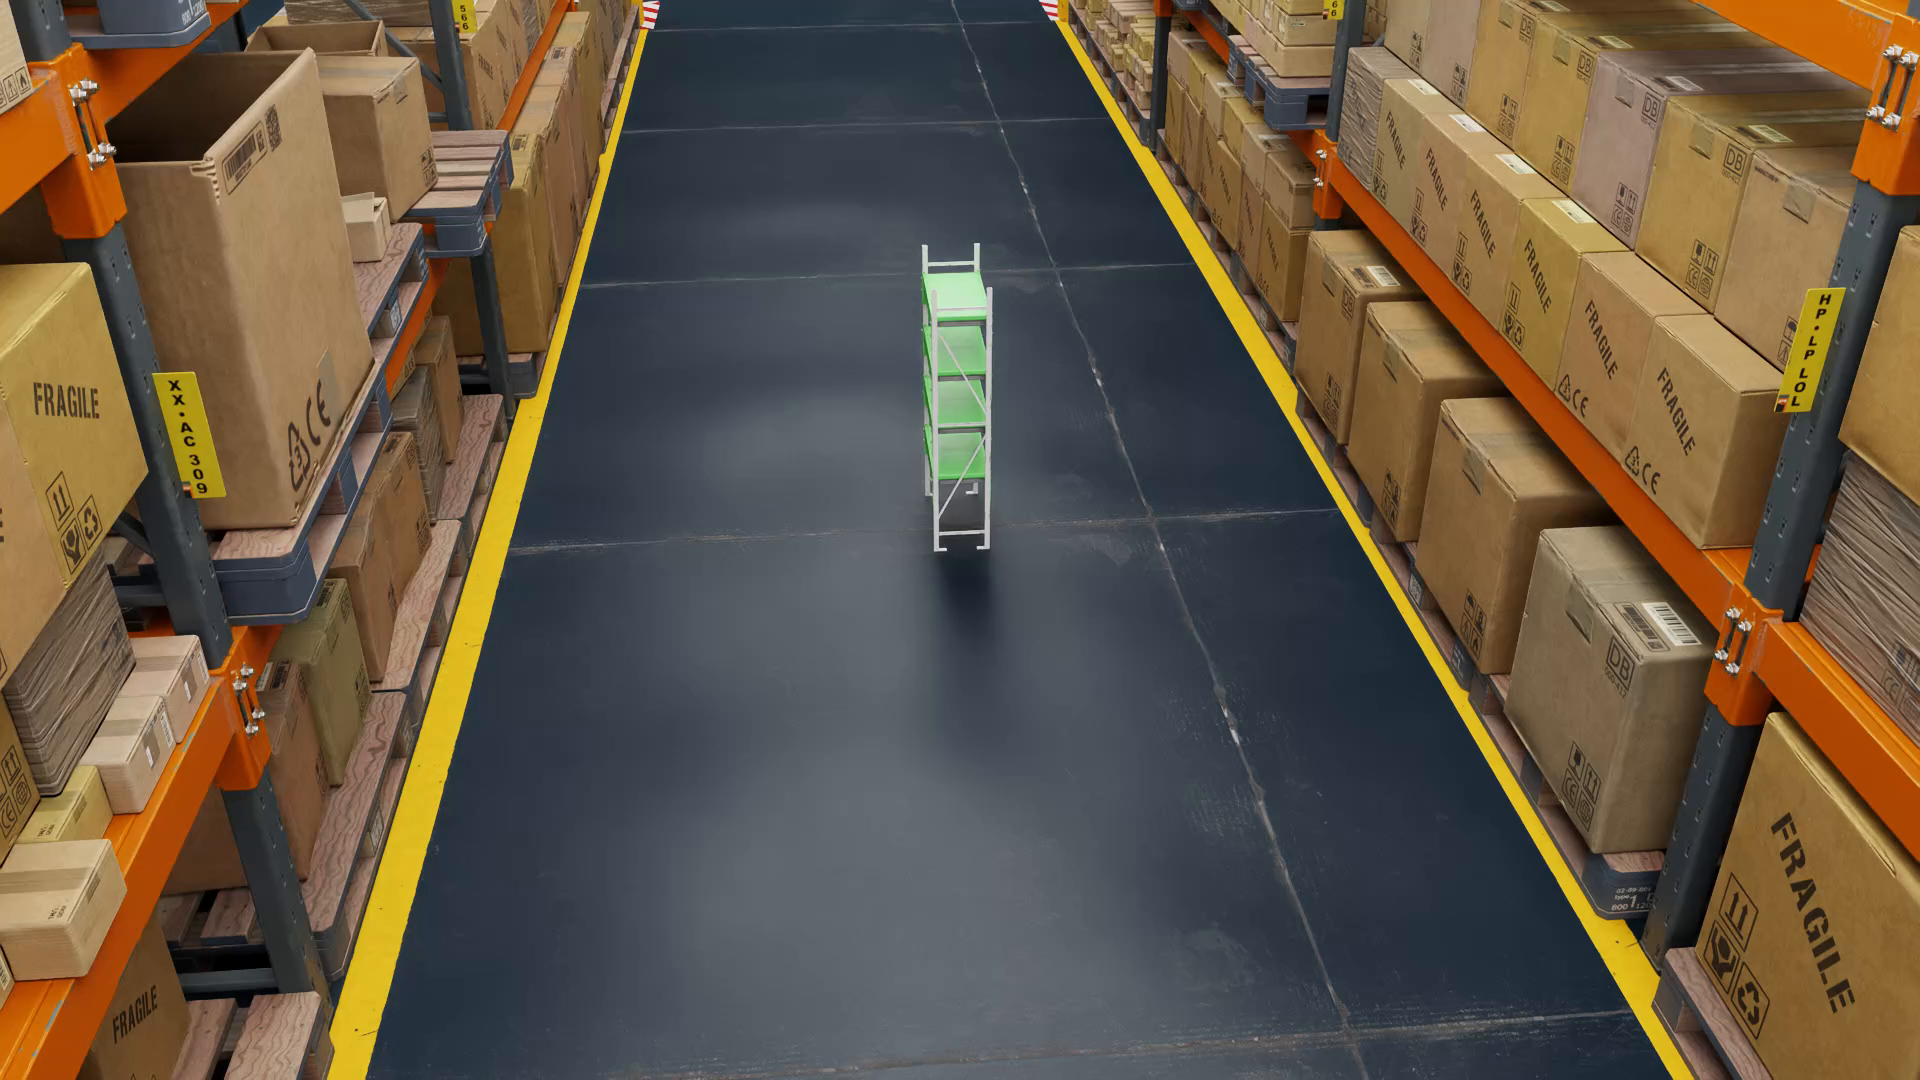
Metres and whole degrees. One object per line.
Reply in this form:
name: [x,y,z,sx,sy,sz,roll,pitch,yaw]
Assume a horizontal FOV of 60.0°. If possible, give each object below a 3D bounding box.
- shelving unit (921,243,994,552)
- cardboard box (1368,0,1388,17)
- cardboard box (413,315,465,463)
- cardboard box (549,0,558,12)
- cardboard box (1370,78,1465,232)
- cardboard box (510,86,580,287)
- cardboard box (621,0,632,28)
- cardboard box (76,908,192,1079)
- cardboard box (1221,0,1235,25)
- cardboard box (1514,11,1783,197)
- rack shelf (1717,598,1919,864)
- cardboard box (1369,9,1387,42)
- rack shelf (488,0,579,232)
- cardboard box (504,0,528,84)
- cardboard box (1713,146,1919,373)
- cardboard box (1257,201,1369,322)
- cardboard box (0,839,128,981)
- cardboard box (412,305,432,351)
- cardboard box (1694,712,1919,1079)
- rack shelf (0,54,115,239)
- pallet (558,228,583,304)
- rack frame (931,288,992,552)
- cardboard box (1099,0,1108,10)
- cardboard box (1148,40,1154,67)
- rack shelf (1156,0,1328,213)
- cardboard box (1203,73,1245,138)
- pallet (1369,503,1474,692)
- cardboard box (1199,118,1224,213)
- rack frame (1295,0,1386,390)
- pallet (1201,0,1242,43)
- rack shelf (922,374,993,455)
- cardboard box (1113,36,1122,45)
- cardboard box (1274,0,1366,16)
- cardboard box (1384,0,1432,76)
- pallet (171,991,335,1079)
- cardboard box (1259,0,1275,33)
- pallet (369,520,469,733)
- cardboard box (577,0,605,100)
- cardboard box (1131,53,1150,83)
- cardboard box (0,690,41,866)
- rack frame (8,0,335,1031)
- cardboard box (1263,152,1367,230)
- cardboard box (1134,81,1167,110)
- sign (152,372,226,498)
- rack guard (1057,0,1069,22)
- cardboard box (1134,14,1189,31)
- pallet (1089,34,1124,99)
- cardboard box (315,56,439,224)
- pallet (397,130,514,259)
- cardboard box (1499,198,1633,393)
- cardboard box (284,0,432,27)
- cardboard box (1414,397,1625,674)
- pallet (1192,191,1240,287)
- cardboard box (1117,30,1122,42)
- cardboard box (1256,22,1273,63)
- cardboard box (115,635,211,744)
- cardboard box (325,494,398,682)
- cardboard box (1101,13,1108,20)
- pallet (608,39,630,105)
shelving unit: [-0.015,-0.600,7.084,0.258,1.200,0.503,-3,31,-5]
cardboard box: [2.331,-2.800,8.557,0.380,0.149,0.250,-4,31,-6]
cardboard box: [-2.633,-0.657,7.434,0.700,0.500,0.500,-4,31,-7]
cardboard box: [-2.734,-3.489,10.068,0.500,0.500,0.500,-2,31,-3]
cardboard box: [2.056,-1.610,6.922,0.500,0.500,0.500,-3,31,-5]
cardboard box: [-2.835,-1.959,9.268,1.225,0.875,0.875,-3,31,-4]
cardboard box: [-3.324,-4.912,14.211,0.875,0.875,0.875,-3,31,-5]
cardboard box: [-2.344,1.259,4.246,0.500,0.500,0.500,-4,31,-6]
cardboard box: [1.636,-2.894,9.005,0.380,0.149,0.250,-4,31,-7]
cardboard box: [2.411,-1.530,5.814,0.700,0.500,0.500,-3,31,-5]
rack shelf: [2.793,1.304,2.844,1.077,0.370,4.000,-3,31,-5]
cardboard box: [2.341,-2.654,8.603,0.380,0.149,0.250,-1,31,-2]
rack shelf: [-2.902,-2.595,9.370,1.077,0.370,4.000,-3,31,-5]
cardboard box: [-2.592,-2.711,8.766,0.500,0.500,0.500,-3,31,-5]
cardboard box: [2.554,-0.752,4.511,0.700,0.500,0.500,-3,31,-5]
cardboard box: [1.910,-1.499,8.863,0.500,0.500,0.500,-3,31,-5]
cardboard box: [-1.917,0.744,3.324,0.380,0.149,0.250,-3,31,-5]
cardboard box: [-2.623,-0.980,7.242,0.500,0.250,0.500,-2,31,-3]
cardboard box: [2.595,1.030,4.263,0.875,0.875,0.875,-2,31,-4]
rack shelf: [-2.155,0.202,1.763,1.077,0.370,4.000,-3,31,-5]
pallet: [-2.825,-1.713,9.912,1.003,0.211,1.213,-3,31,-5]
rack frame: [0.007,-0.475,6.875,0.240,1.200,0.015,-3,31,-5]
cardboard box: [1.338,-4.410,13.498,0.380,0.149,0.250,-2,31,-4]
cardboard box: [1.566,-3.492,11.961,0.380,0.149,0.250,-2,31,-3]
rack shelf: [2.045,-2.781,9.682,1.077,0.370,4.000,-3,31,-5]
cardboard box: [1.760,-2.618,10.004,0.500,0.250,0.500,-2,31,-3]
pallet: [2.342,0.156,6.783,1.003,0.211,1.213,-3,31,-5]
cardboard box: [1.777,-2.291,10.189,0.500,0.500,0.500,-2,31,-4]
rack frame: [2.232,-2.069,7.788,1.000,3.000,0.127,-3,31,-5]
pallet: [2.006,-2.995,9.526,1.003,0.211,1.213,-3,31,-5]
rack shelf: [-0.015,-0.545,7.117,0.258,0.148,0.480,-3,31,-5]
cardboard box: [1.428,-3.916,13.251,0.380,0.149,0.250,-2,31,-4]
cardboard box: [1.730,-2.625,7.974,0.380,0.149,0.250,-4,31,-7]
cardboard box: [2.264,-2.311,7.121,0.700,0.500,0.500,-3,31,-5]
pallet: [-2.244,1.698,4.201,1.003,0.211,1.213,-3,31,-5]
cardboard box: [1.706,-2.635,8.282,0.380,0.149,0.250,-2,31,-3]
pallet: [-2.533,0.335,6.483,1.003,0.211,1.213,-3,31,-5]
cardboard box: [-3.071,-3.534,11.903,0.875,0.875,0.875,-3,31,-5]
cardboard box: [1.475,-3.478,12.228,0.380,0.149,0.250,-4,31,-7]
cardboard box: [-2.350,0.479,3.136,0.875,0.500,0.500,-3,31,-5]
rack frame: [-2.342,0.160,4.057,1.000,3.000,0.127,-3,31,-5]
cardboard box: [1.907,-1.834,8.692,0.500,0.250,0.500,-3,31,-6]
cardboard box: [1.483,-3.251,12.138,0.380,0.149,0.250,-2,31,-4]
sign: [-1.802,-0.242,3.886,0.100,0.325,0.005,-3,31,-5]
rack guard: [1.492,-5.041,15.202,1.175,0.500,0.348,-3,31,-5]
cardboard box: [1.526,-3.883,12.616,0.380,0.149,0.250,-2,31,-3]
pallet: [1.643,-3.879,13.538,1.003,0.211,1.213,-3,31,-5]
cardboard box: [-2.474,-1.552,6.416,0.700,0.500,0.500,2,31,3]
pallet: [-2.543,-1.441,6.925,1.213,0.211,1.003,-3,31,-5]
cardboard box: [2.196,-0.839,5.632,0.500,0.500,0.500,-2,31,-4]
cardboard box: [-2.768,-2.730,7.820,0.797,0.503,0.637,-2,31,-3]
cardboard box: [2.372,-0.046,6.186,1.050,0.750,0.750,-3,31,-5]
pallet: [2.050,-1.892,10.211,1.003,0.211,1.213,-3,31,-5]
cardboard box: [1.458,-4.014,13.125,0.380,0.149,0.250,-4,31,-7]
cardboard box: [1.707,-2.498,8.342,0.380,0.149,0.250,-3,31,-5]
cardboard box: [-2.029,0.363,3.962,0.380,0.149,0.250,-3,31,-5]
cardboard box: [-2.456,0.199,6.000,0.700,0.500,0.500,-5,31,-9]
cardboard box: [1.384,-4.309,13.909,0.380,0.149,0.250,-3,31,-4]
pallet: [-3.200,-3.744,13.312,1.003,0.211,1.213,-3,31,-5]
